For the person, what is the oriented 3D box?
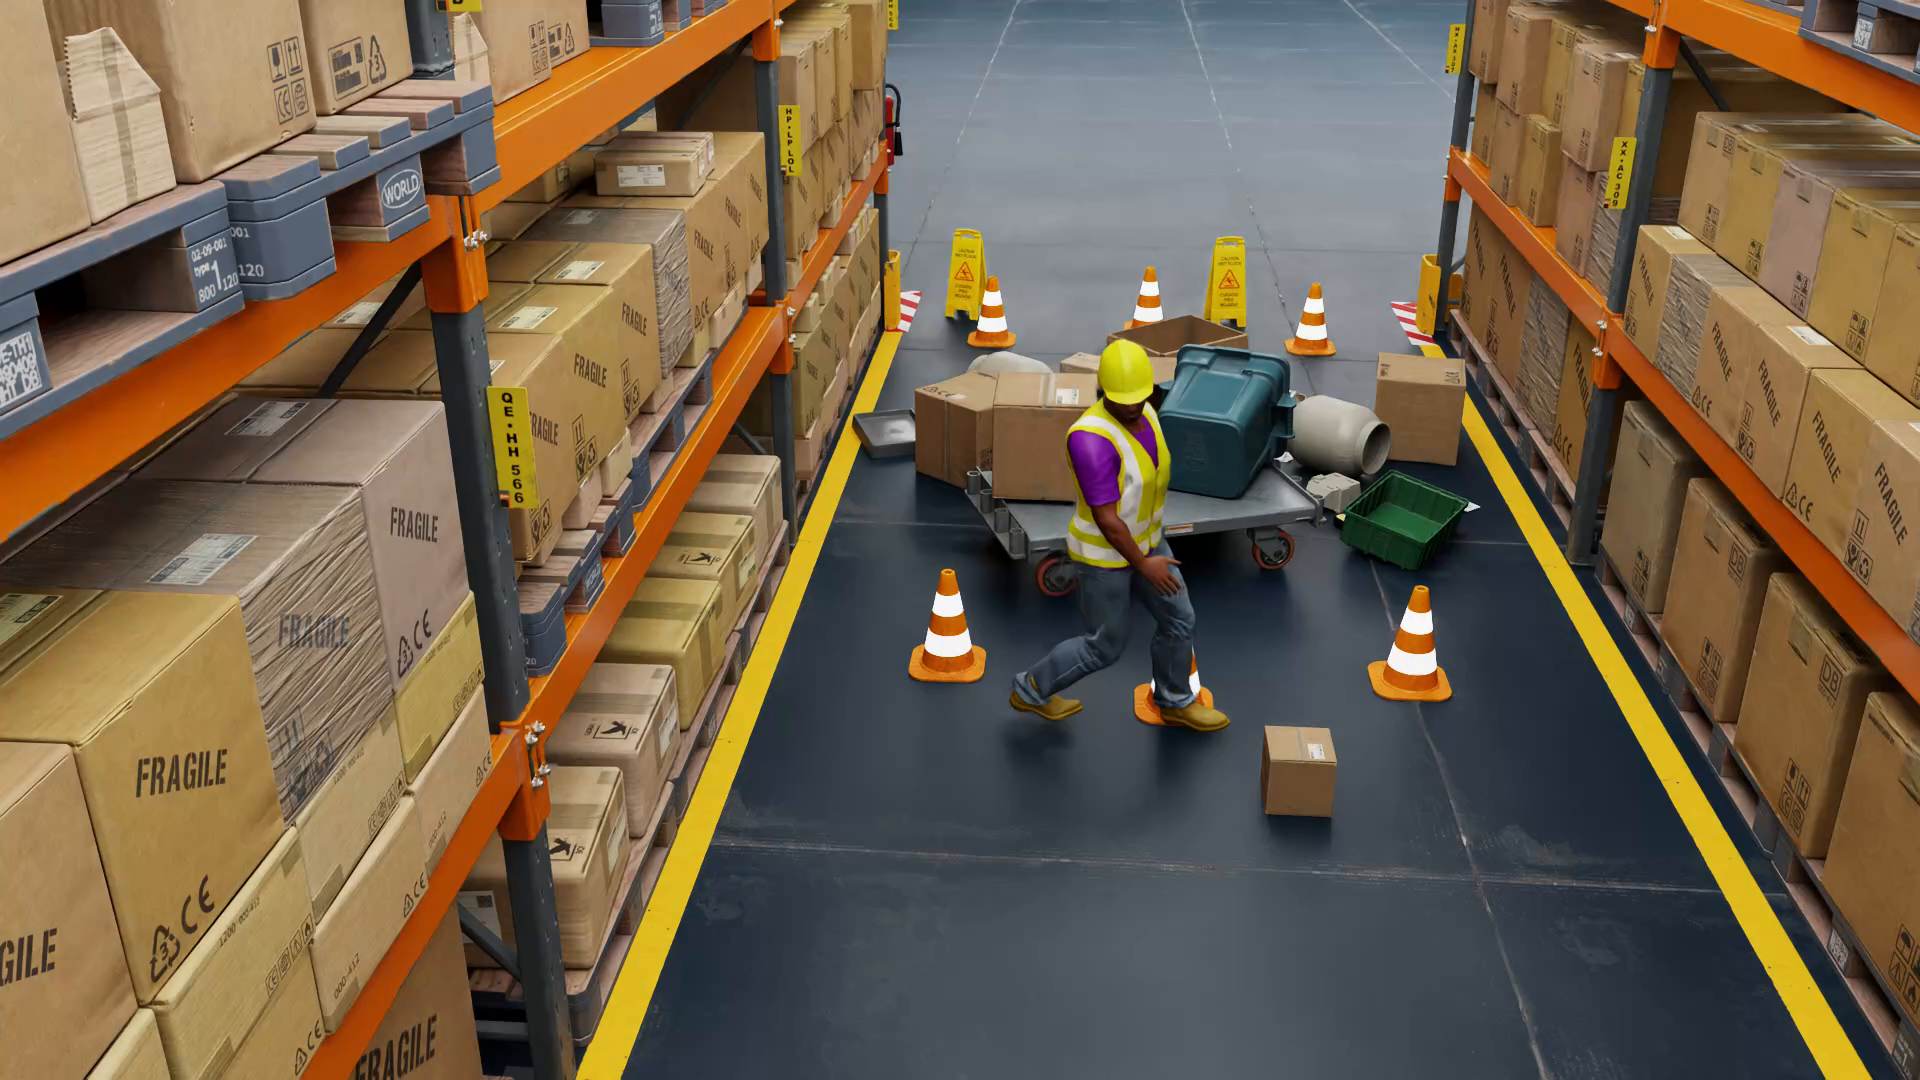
[{"bbox_3d":[0.634,0.014,6.532,0.822,1.711,0.604,15,29,30],"label":"person"}]
